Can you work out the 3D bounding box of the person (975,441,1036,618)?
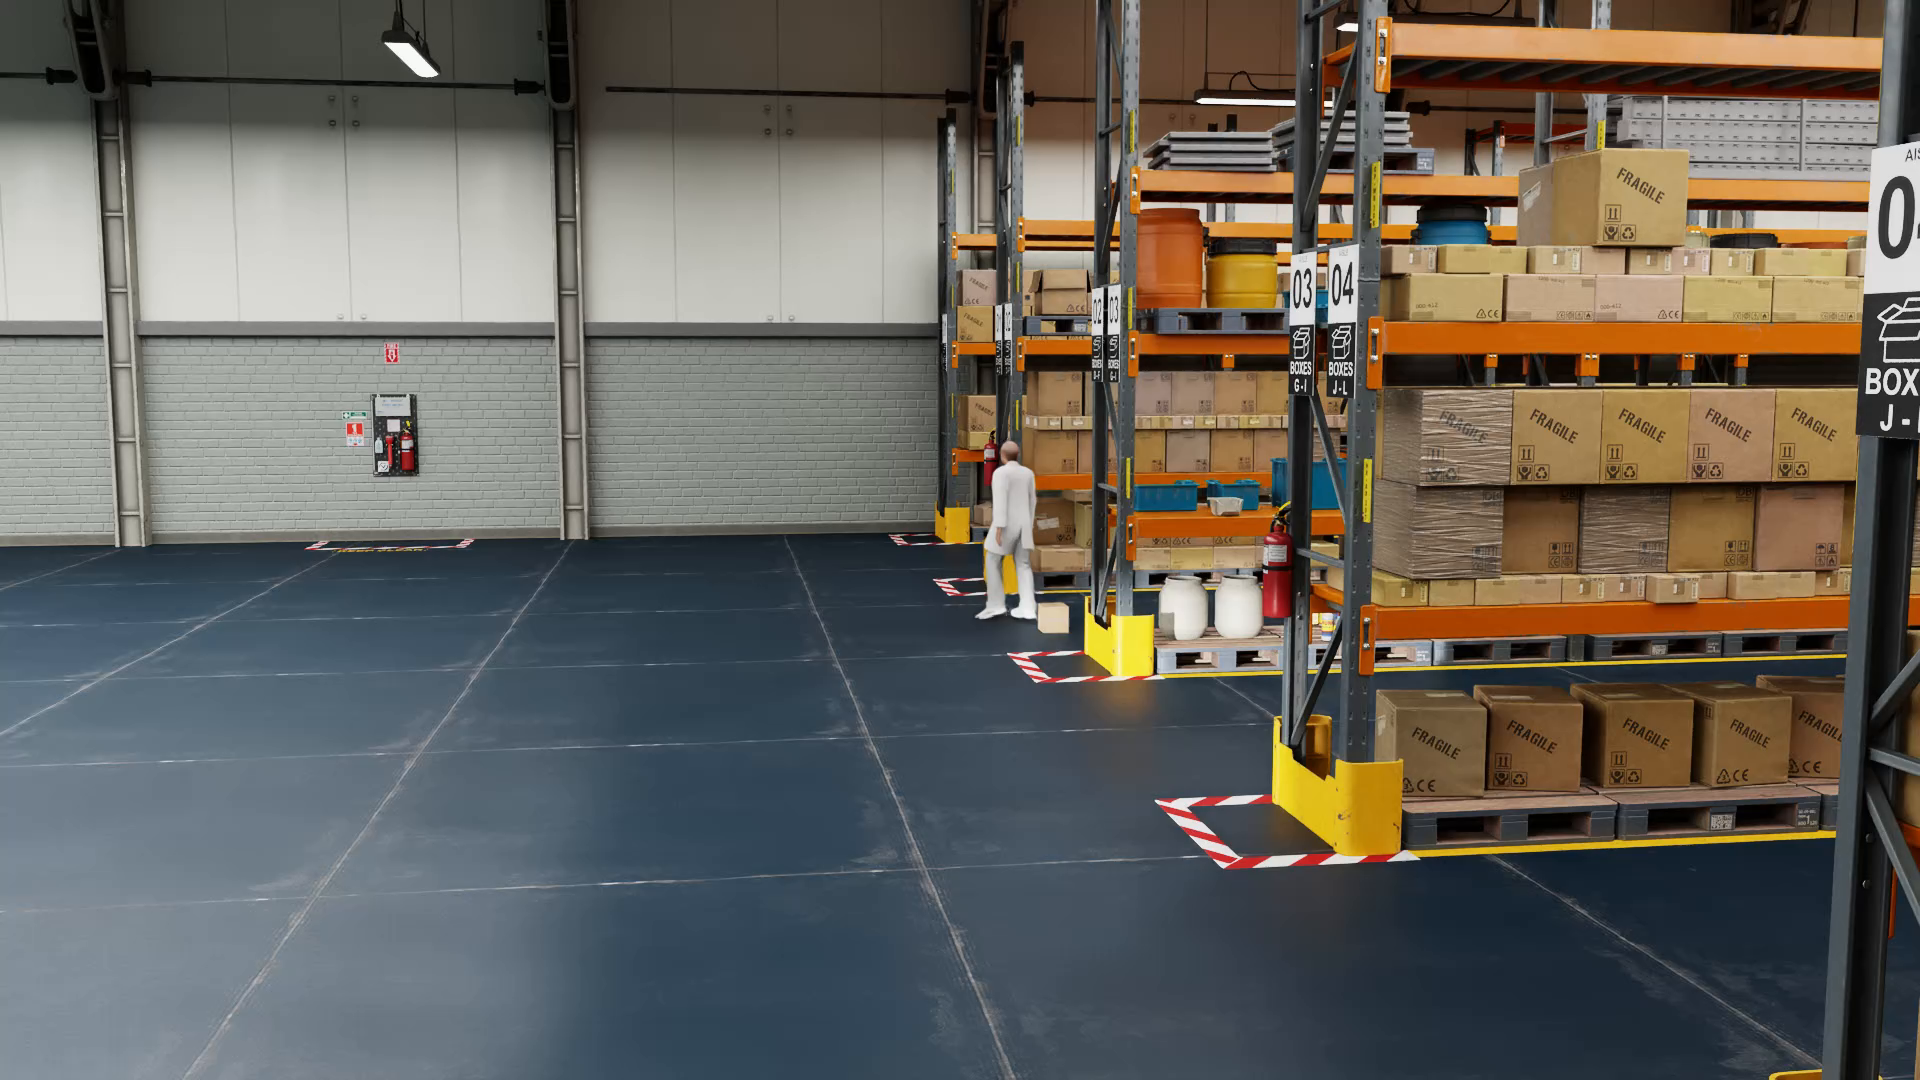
[{"bbox_3d":[0.533,-0.075,16.579,0.615,1.818,0.702,-4,8,-34],"label":"person"}]
